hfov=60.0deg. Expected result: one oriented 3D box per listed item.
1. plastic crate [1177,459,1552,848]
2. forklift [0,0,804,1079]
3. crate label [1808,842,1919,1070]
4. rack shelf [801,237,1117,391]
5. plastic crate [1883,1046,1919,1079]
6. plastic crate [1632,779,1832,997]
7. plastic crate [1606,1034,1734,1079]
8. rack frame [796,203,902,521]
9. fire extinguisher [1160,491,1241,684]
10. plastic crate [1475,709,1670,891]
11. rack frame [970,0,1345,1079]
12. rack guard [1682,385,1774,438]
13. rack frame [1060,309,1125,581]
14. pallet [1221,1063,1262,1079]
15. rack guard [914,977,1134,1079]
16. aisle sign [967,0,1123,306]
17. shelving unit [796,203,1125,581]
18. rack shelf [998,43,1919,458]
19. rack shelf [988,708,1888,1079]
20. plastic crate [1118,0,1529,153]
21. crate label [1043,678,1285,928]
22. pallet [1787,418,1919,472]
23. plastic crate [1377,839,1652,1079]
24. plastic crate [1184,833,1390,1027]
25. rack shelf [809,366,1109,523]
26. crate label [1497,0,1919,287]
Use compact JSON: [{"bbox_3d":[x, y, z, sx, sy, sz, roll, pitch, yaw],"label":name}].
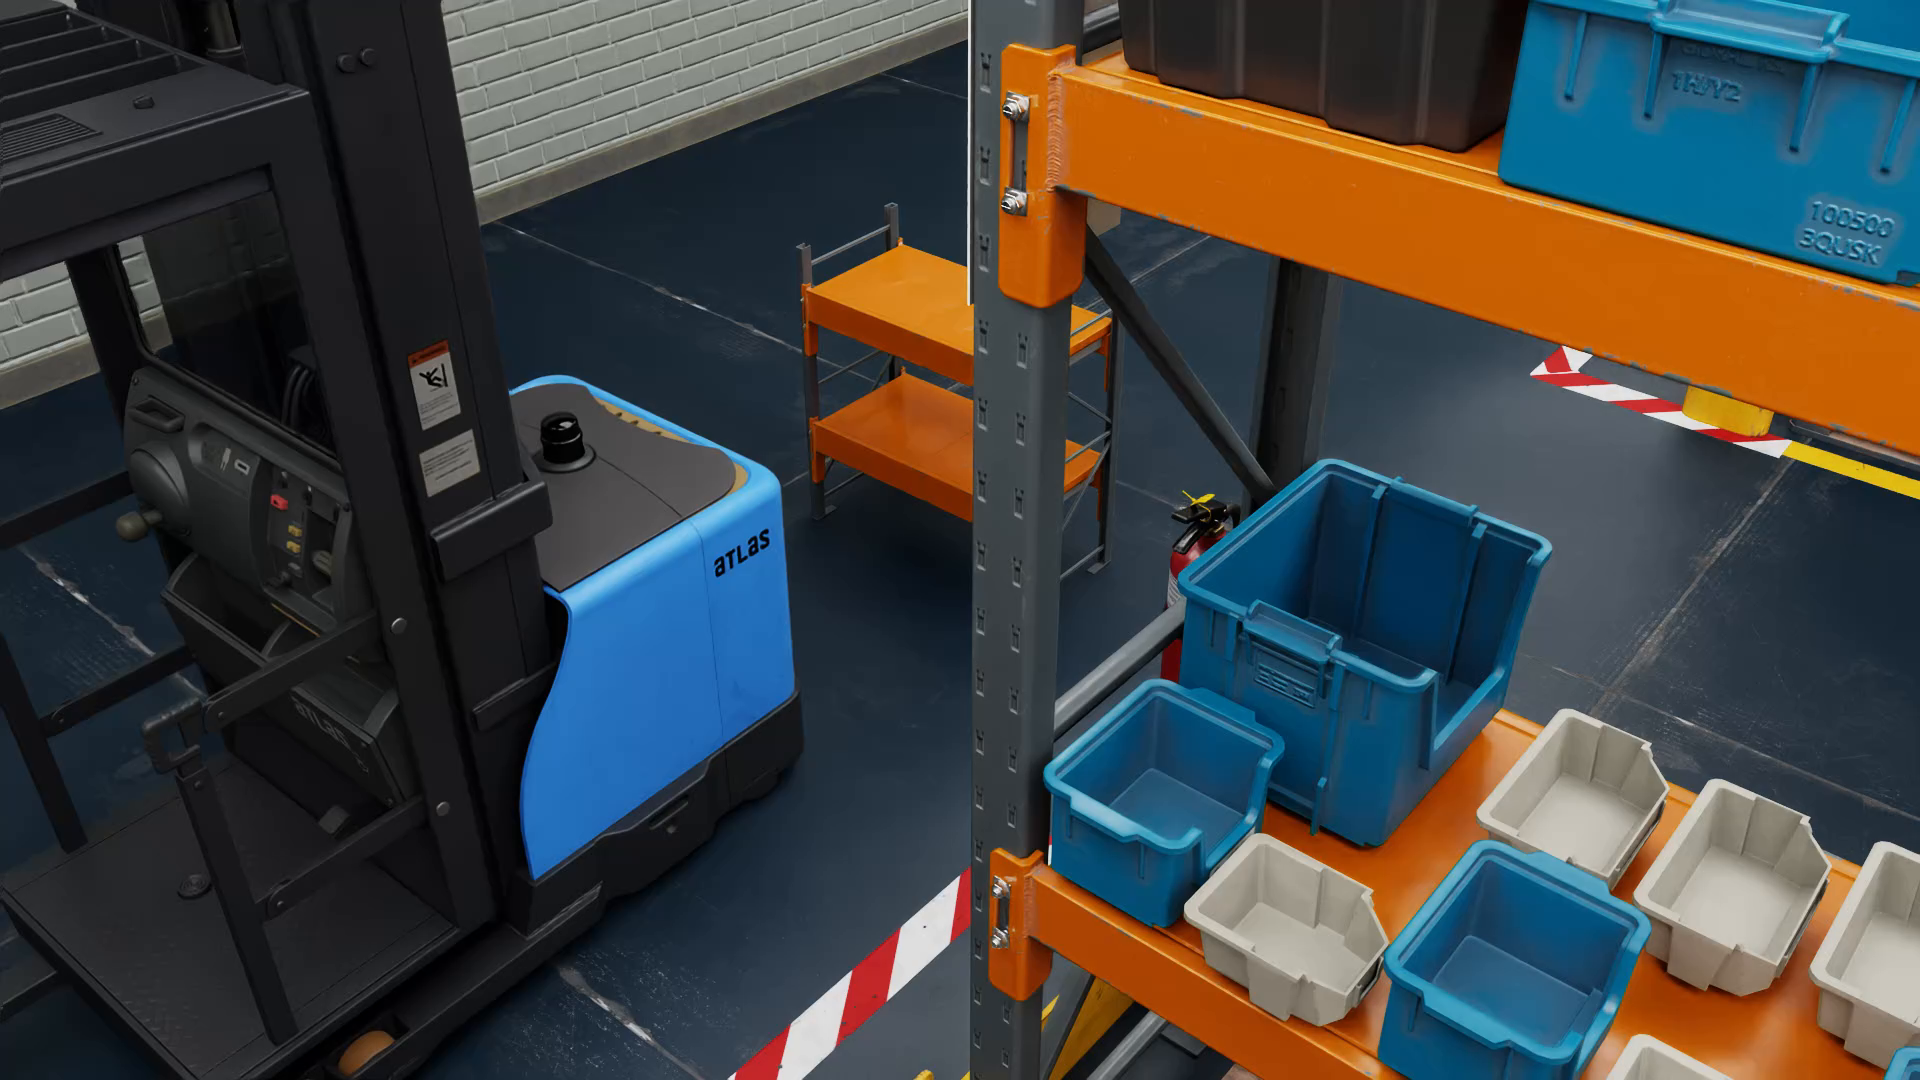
[{"bbox_3d":[0.761,0.204,3.219,0.499,0.435,0.616,25,42,32],"label":"plastic crate"},{"bbox_3d":[-1.806,-0.036,3.714,1.130,2.935,3.031,25,42,31],"label":"forklift"},{"bbox_3d":[1.570,0.705,2.753,0.243,0.136,0.396,25,42,32],"label":"crate label"},{"bbox_3d":[-0.005,-0.707,5.769,1.000,0.278,0.538,25,42,32],"label":"rack shelf"},{"bbox_3d":[1.375,0.957,2.302,0.300,0.233,0.416,25,42,32],"label":"plastic crate"},{"bbox_3d":[1.340,0.615,2.885,0.243,0.136,0.396,25,42,32],"label":"plastic crate"},{"bbox_3d":[1.078,0.918,2.444,0.298,0.136,0.250,25,42,32],"label":"plastic crate"},{"bbox_3d":[-0.396,-0.650,6.203,0.032,1.125,0.500,25,42,32],"label":"rack frame"},{"bbox_3d":[0.559,0.137,3.799,0.183,0.674,0.296,25,42,32],"label":"fire extinguisher"},{"bbox_3d":[1.127,0.504,3.047,0.243,0.136,0.396,25,42,32],"label":"plastic crate"},{"bbox_3d":[0.384,0.203,3.304,0.127,3.000,1.000,25,42,32],"label":"rack frame"},{"bbox_3d":[3.535,-0.930,7.162,0.348,0.500,1.175,25,42,32],"label":"rack guard"},{"bbox_3d":[0.385,-0.282,5.667,0.032,1.125,0.500,25,42,32],"label":"rack frame"},{"bbox_3d":[0.993,1.668,3.634,1.213,0.211,1.003,25,42,32],"label":"pallet"},{"bbox_3d":[0.357,1.231,4.016,0.348,0.500,1.175,25,42,32],"label":"rack guard"},{"bbox_3d":[0.139,-0.765,2.418,0.004,0.787,0.394,25,42,32],"label":"aisle sign"},{"bbox_3d":[-0.005,-0.466,5.935,1.048,1.125,0.538,25,42,32],"label":"shelving unit"},{"bbox_3d":[1.921,-0.012,1.604,4.000,0.370,1.077,25,42,32],"label":"rack shelf"},{"bbox_3d":[1.921,1.224,2.453,4.000,0.370,1.077,25,42,32],"label":"rack shelf"},{"bbox_3d":[0.502,-0.719,2.113,0.590,0.269,0.497,25,42,32],"label":"plastic crate"},{"bbox_3d":[0.363,0.480,2.996,0.303,0.233,0.416,25,42,32],"label":"crate label"},{"bbox_3d":[4.218,-0.547,6.859,1.213,0.211,1.003,25,42,32],"label":"pallet"},{"bbox_3d":[0.869,0.719,2.649,0.300,0.233,0.416,25,42,32],"label":"plastic crate"},{"bbox_3d":[0.557,0.672,2.802,0.298,0.136,0.250,25,42,32],"label":"plastic crate"},{"bbox_3d":[-0.005,-0.265,6.074,1.000,0.278,0.538,25,42,32],"label":"rack shelf"},{"bbox_3d":[0.886,-0.497,1.806,0.502,0.251,0.408,25,42,32],"label":"crate label"}]
